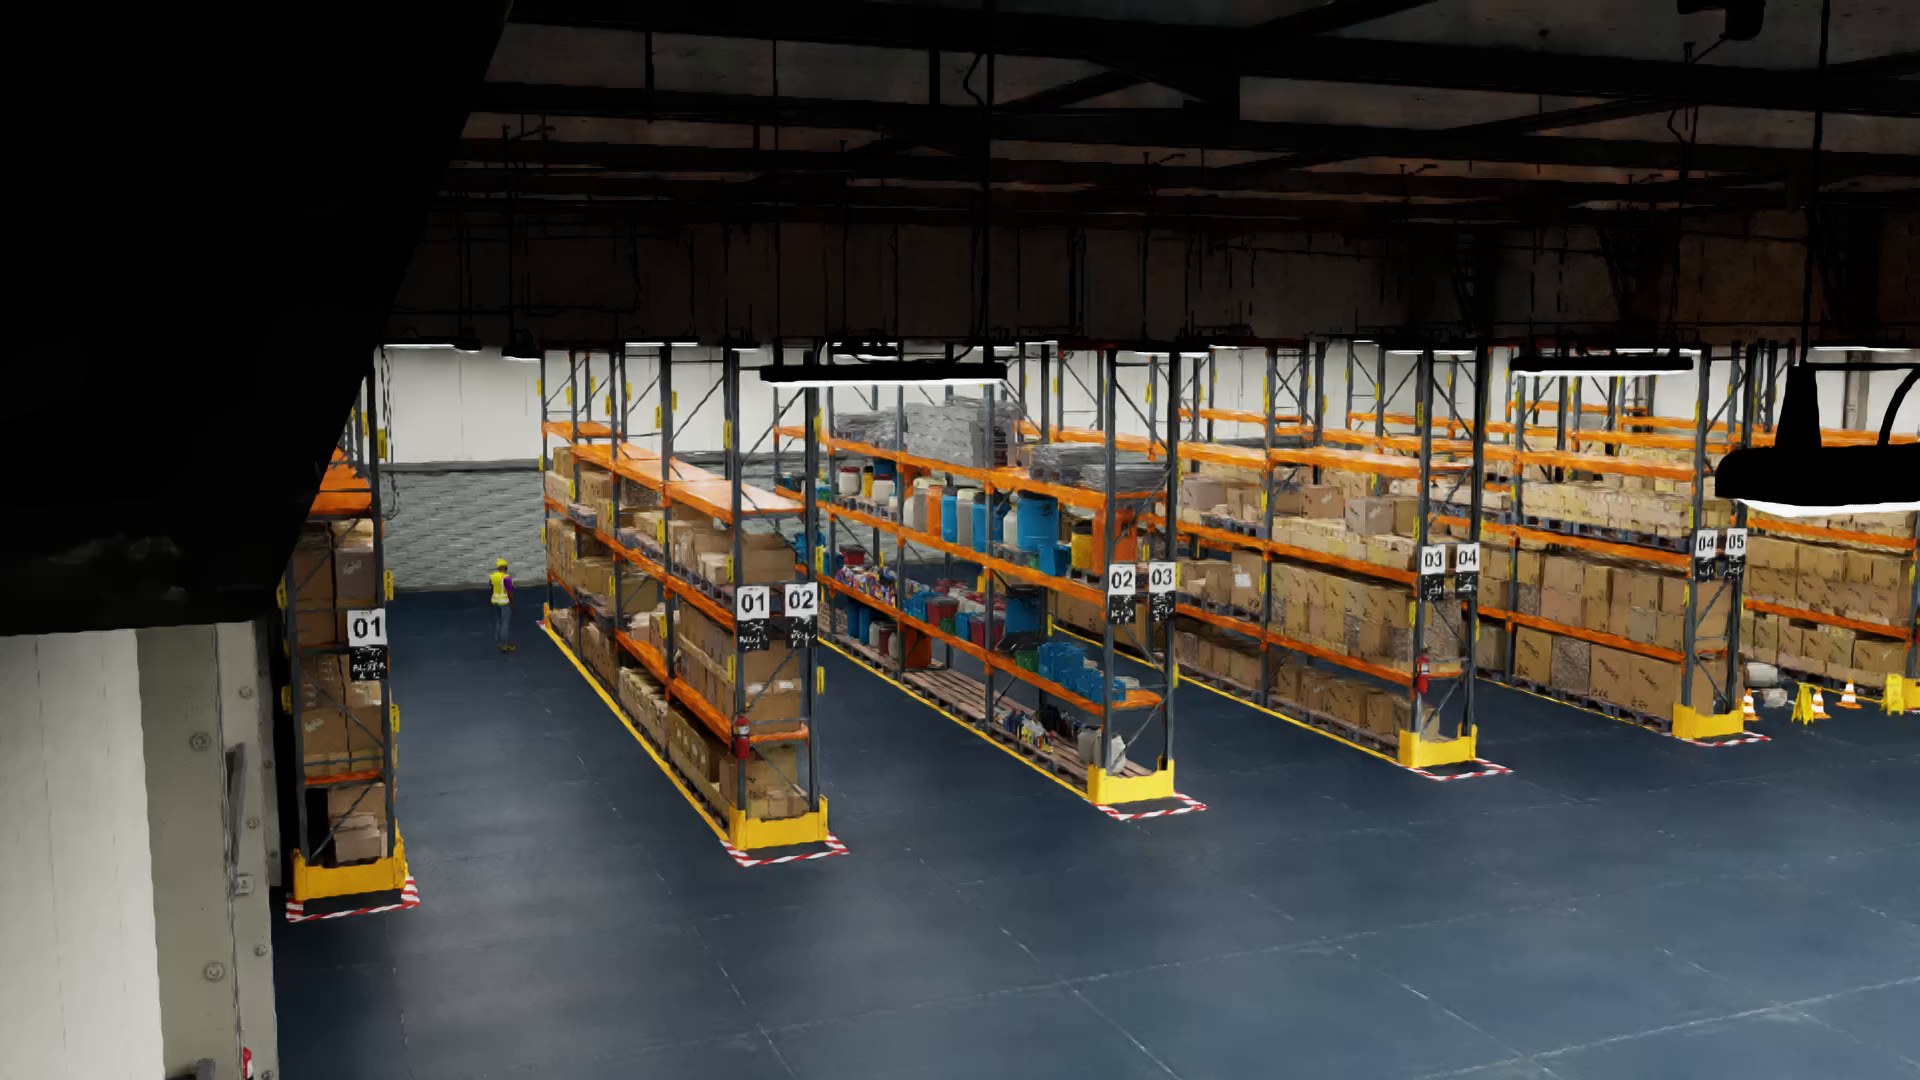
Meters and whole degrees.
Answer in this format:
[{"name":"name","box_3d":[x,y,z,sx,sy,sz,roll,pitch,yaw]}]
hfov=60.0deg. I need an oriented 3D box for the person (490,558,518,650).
[{"name":"person","box_3d":[-8.867,1.230,32.395,0.632,1.771,0.447,6,9,37]}]
